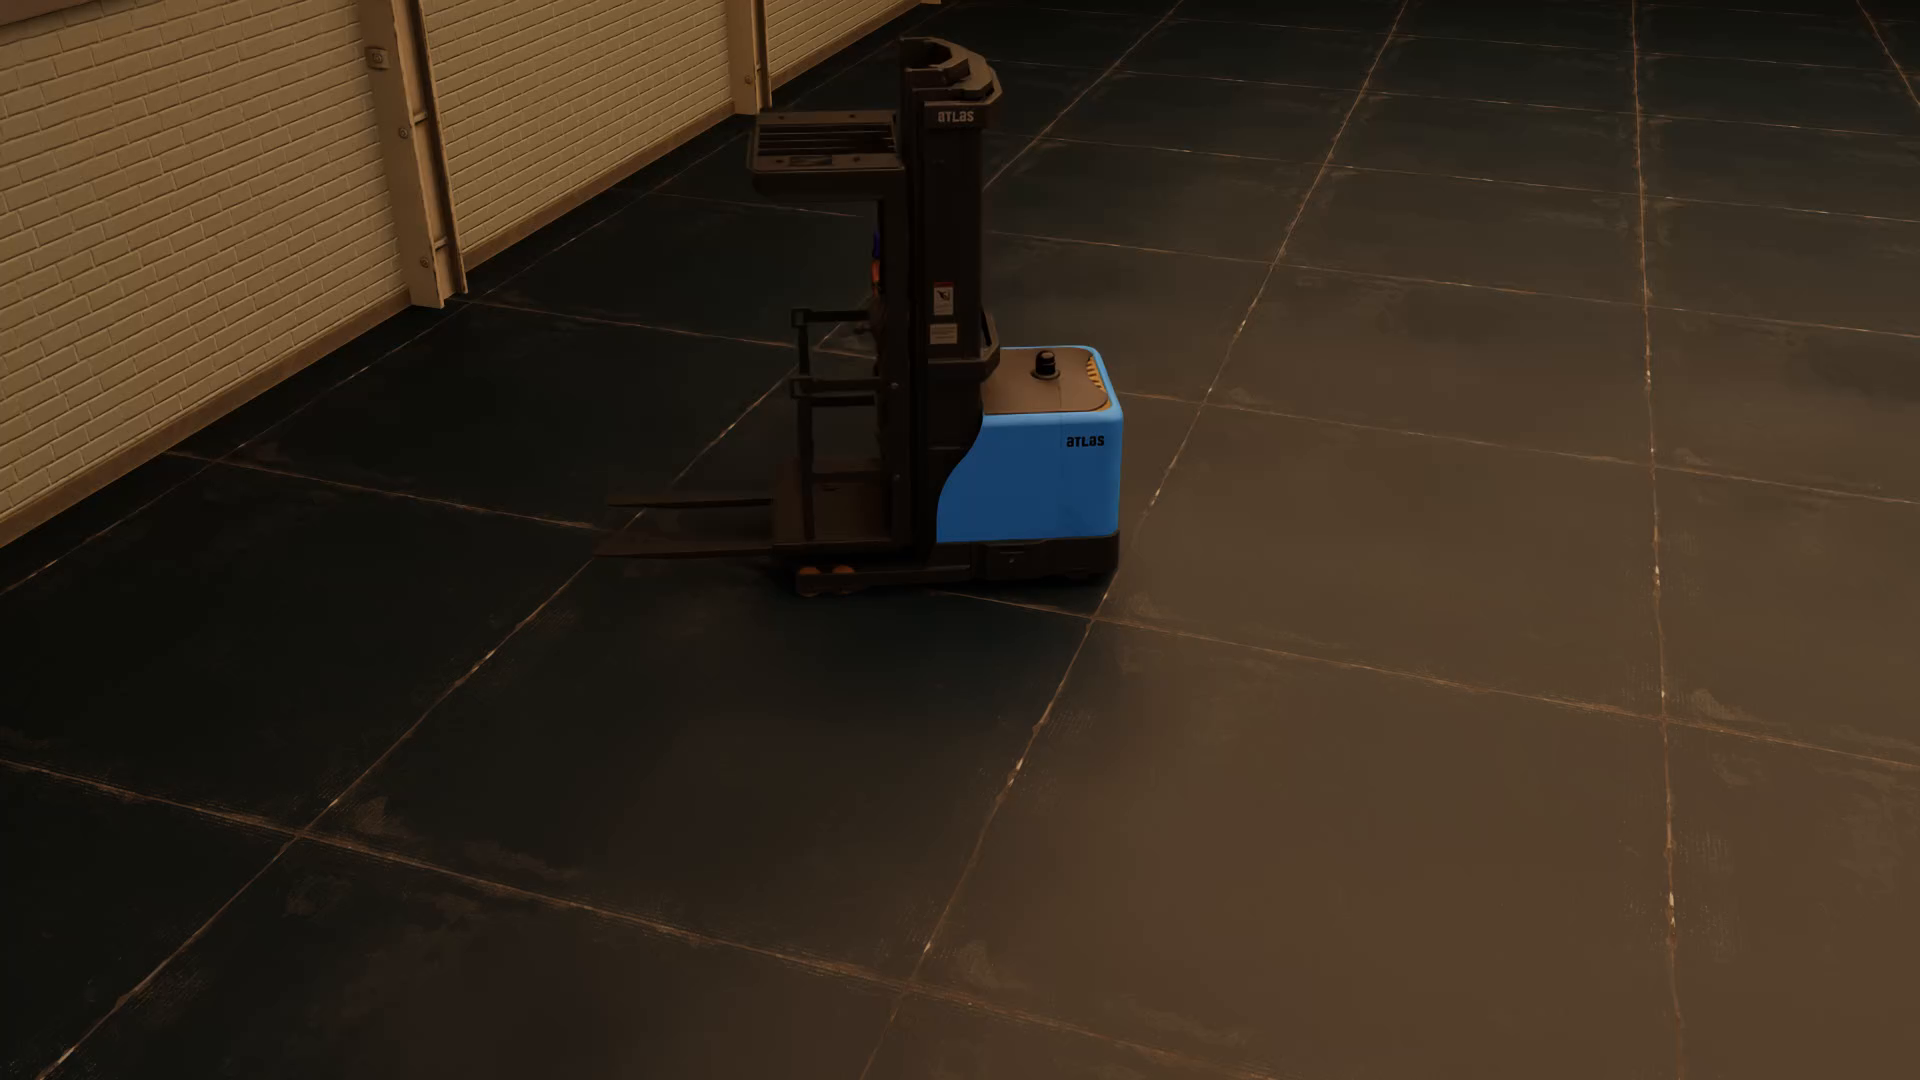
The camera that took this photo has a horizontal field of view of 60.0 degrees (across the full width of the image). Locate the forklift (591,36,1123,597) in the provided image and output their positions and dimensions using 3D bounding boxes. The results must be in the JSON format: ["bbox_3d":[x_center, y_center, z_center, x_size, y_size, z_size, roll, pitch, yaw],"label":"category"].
[{"bbox_3d":[-0.625,-1.222,9.280,3.031,2.935,1.130,-2,30,-4],"label":"forklift"}]

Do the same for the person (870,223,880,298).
[{"bbox_3d":[-0.320,-1.563,11.165,0.570,1.642,0.504,-14,33,-23],"label":"person"}]
